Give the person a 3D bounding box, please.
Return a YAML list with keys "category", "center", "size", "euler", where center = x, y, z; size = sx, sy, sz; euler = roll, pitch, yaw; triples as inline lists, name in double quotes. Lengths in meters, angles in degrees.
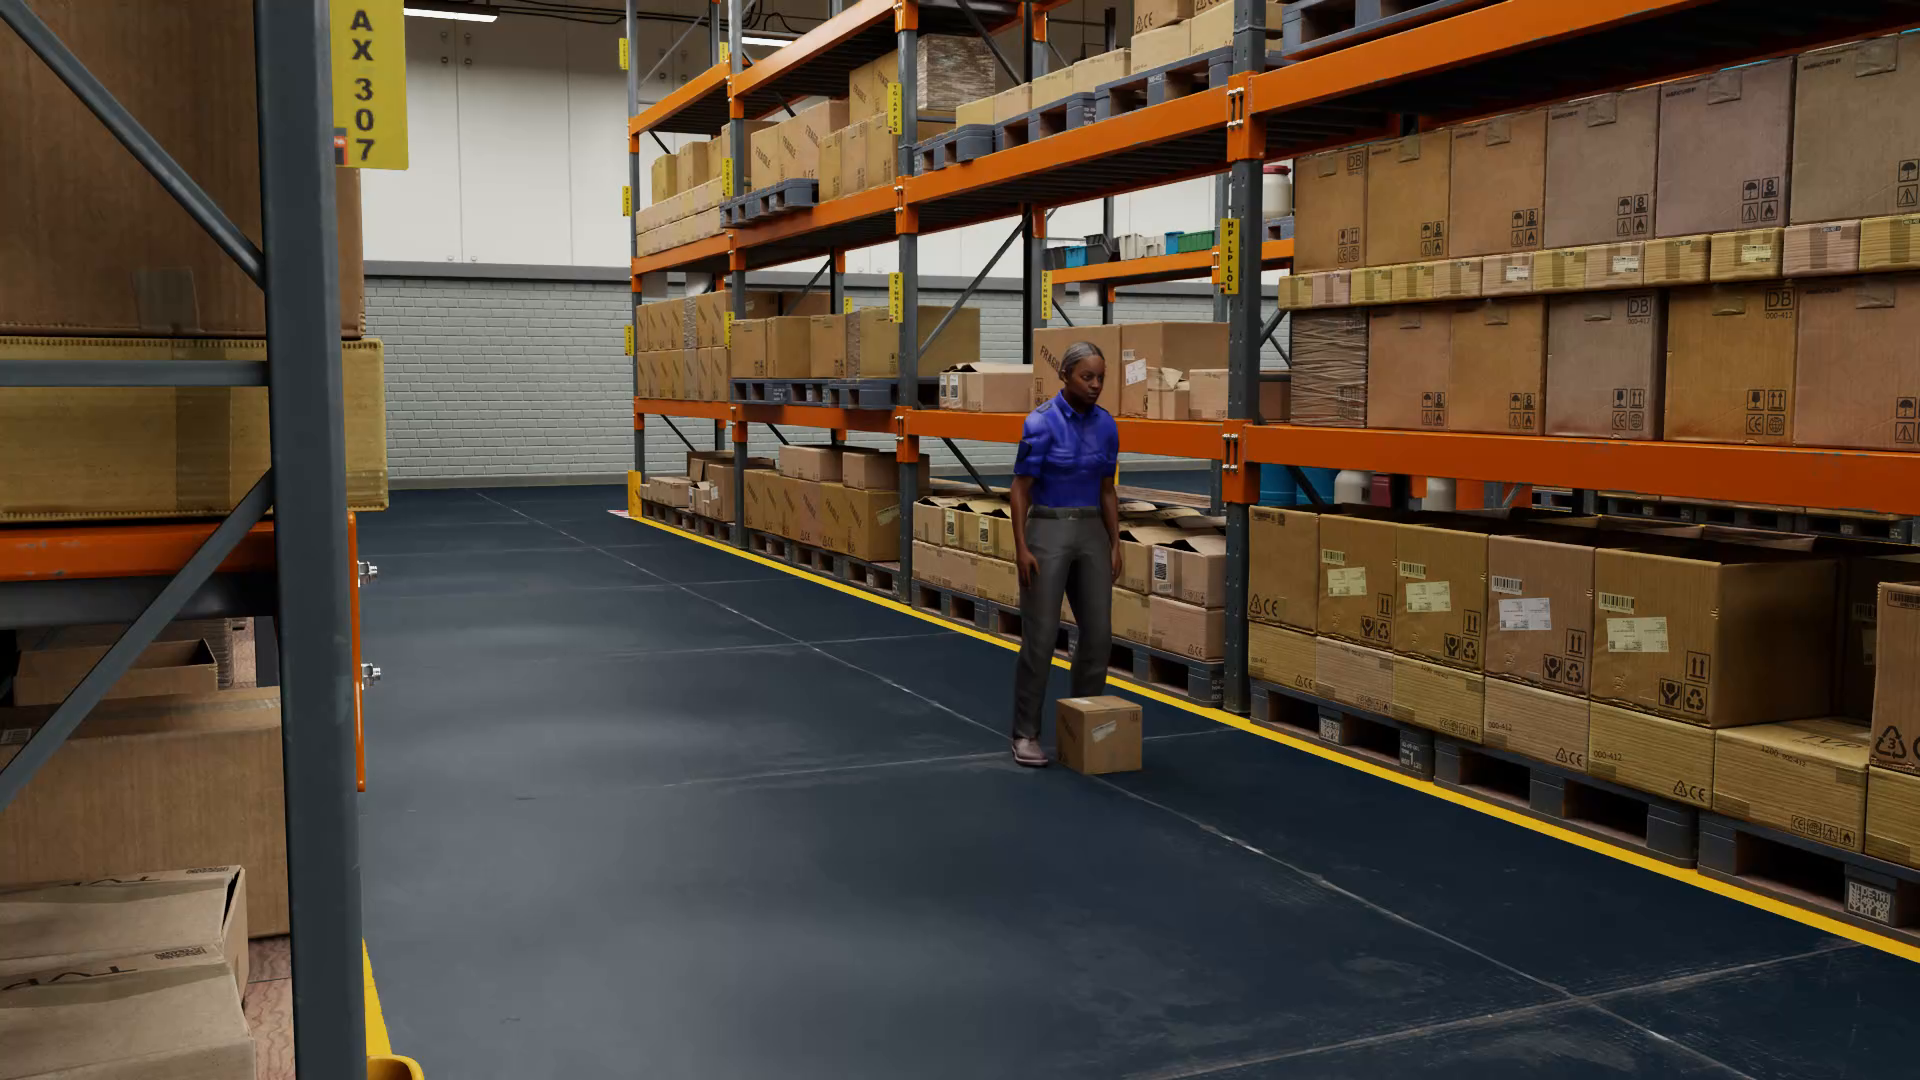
- category: "person"
  center: [0.423, 0.041, 6.616]
  size: [0.520, 1.653, 0.349]
  euler: [-3, 6, -26]
